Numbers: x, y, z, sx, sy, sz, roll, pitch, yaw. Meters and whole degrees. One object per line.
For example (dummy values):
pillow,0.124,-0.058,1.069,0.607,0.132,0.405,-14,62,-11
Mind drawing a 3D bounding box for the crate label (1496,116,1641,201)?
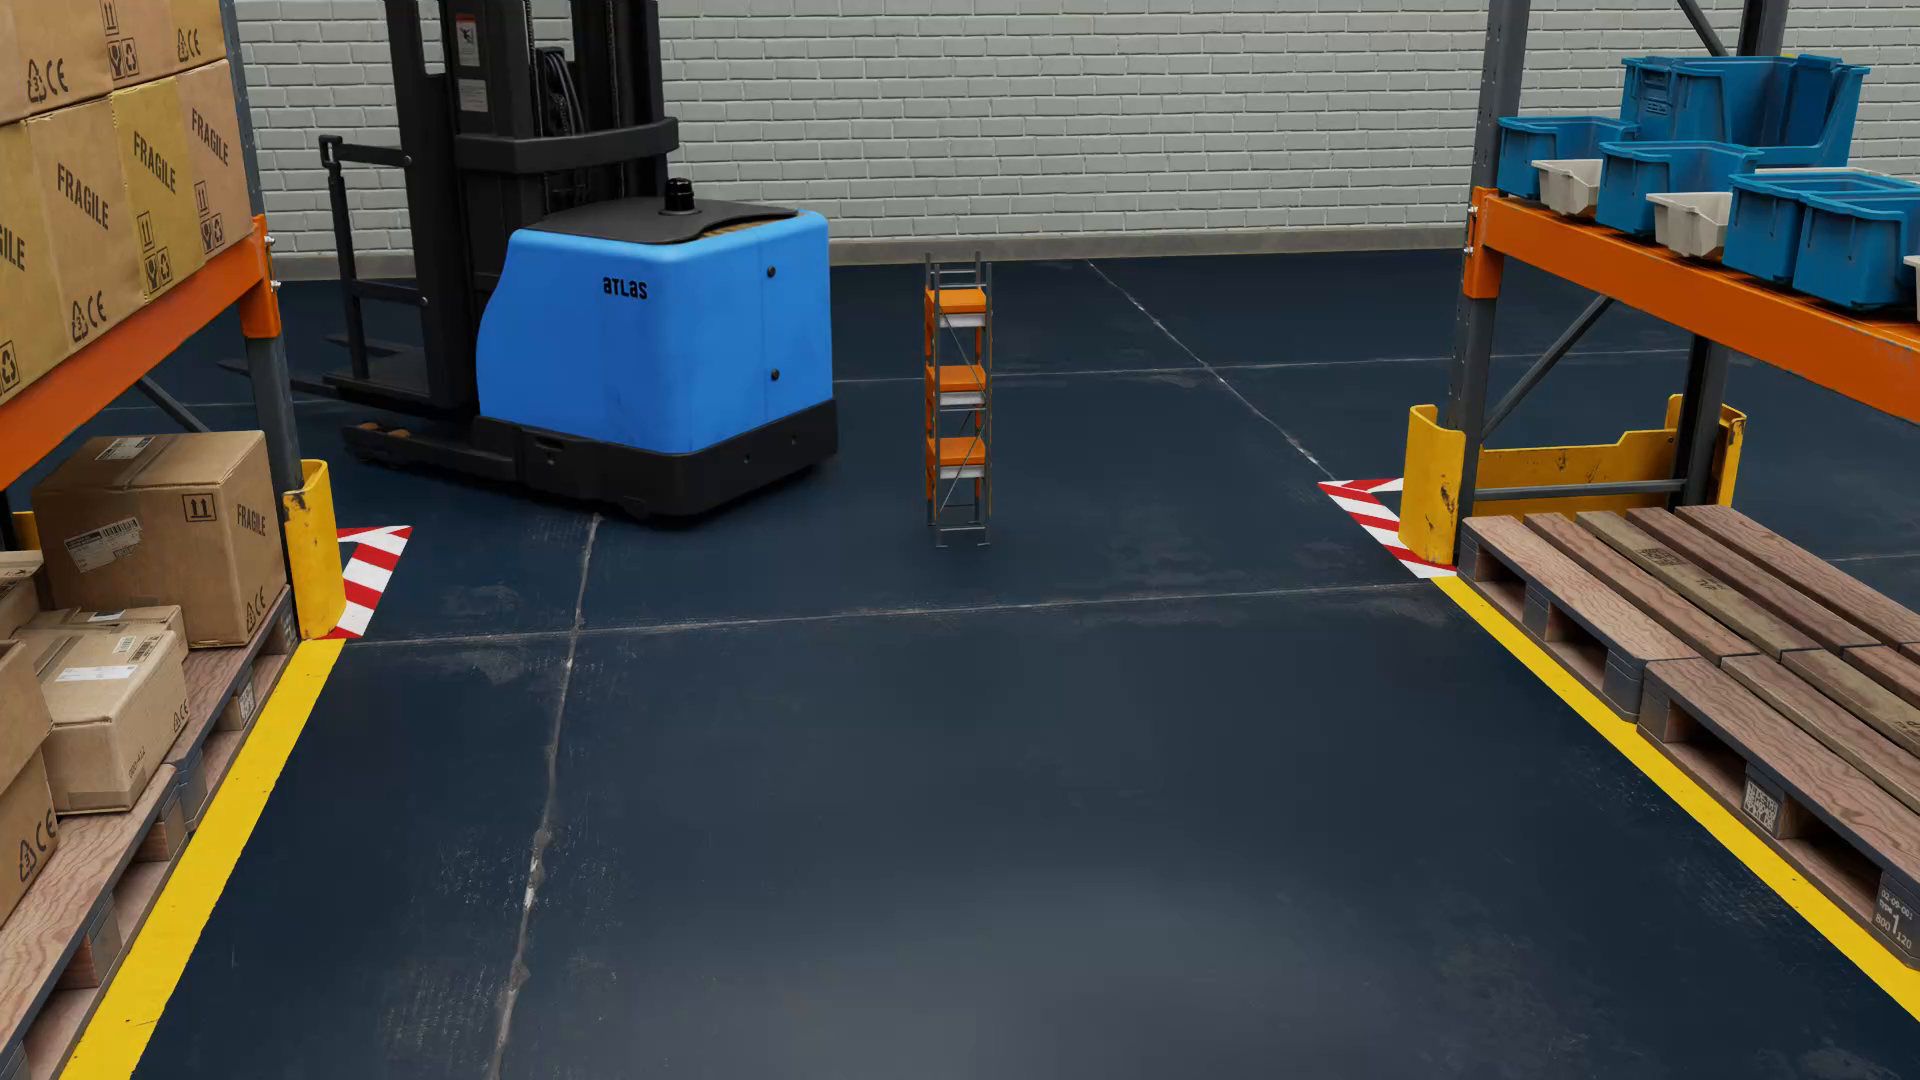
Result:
crate label,1.963,-1.240,5.402,0.416,0.233,0.303,-3,21,-8

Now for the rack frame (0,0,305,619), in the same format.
rack frame,-2.649,-1.144,4.991,1.000,3.000,0.127,-3,21,-8

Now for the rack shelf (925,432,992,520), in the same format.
rack shelf,-0.008,-0.240,6.183,0.215,0.259,0.240,-3,21,-8

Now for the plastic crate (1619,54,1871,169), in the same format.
plastic crate,2.486,-1.330,5.355,0.616,0.435,0.499,-3,21,-8

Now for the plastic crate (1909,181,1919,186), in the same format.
plastic crate,2.577,-0.922,4.690,0.396,0.136,0.243,-3,21,-8

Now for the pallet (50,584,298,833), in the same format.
pallet,-2.523,0.465,4.670,1.003,0.211,1.213,-3,21,-8

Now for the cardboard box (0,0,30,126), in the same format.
cardboard box,-2.086,-0.987,2.999,0.500,0.500,0.500,-2,21,-6

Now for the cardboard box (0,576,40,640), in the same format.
cardboard box,-2.780,0.314,4.389,0.500,0.250,0.500,-3,21,-8

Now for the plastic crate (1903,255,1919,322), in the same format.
plastic crate,2.281,-0.500,3.558,0.293,0.136,0.466,-3,21,-8

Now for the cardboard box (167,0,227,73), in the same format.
cardboard box,-2.313,-1.519,4.423,0.500,0.500,0.500,-3,21,-8

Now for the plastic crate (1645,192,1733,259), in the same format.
plastic crate,2.025,-0.845,4.481,0.250,0.136,0.298,-3,21,-8

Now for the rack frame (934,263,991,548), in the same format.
rack frame,0.010,-0.468,5.969,0.200,1.050,0.008,-3,21,-8

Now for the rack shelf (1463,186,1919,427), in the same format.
rack shelf,2.541,-0.363,3.928,1.077,0.370,4.000,-3,21,-8

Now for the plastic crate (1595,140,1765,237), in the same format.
plastic crate,2.057,-1.012,4.792,0.416,0.233,0.300,-3,21,-8

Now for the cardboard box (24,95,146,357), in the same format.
cardboard box,-2.171,-0.697,3.651,0.500,0.500,0.500,-3,21,-7

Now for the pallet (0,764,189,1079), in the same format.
pallet,-2.350,0.887,3.541,1.003,0.211,1.213,-3,21,-8

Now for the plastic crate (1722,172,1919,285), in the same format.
plastic crate,2.152,-0.784,4.181,0.416,0.233,0.300,-3,21,-8

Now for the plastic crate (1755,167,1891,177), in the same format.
plastic crate,2.549,-1.024,4.961,0.396,0.136,0.243,-3,21,-8

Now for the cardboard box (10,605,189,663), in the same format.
cardboard box,-2.358,0.298,4.551,0.380,0.166,0.250,-3,21,-8

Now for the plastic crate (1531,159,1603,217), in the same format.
plastic crate,1.927,-1.079,5.110,0.250,0.136,0.298,-3,21,-8

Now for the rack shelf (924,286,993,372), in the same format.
rack shelf,-0.008,-0.766,5.986,0.215,0.259,0.240,-3,21,-8

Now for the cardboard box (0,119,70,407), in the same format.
cardboard box,-2.098,-0.522,3.184,0.500,0.500,0.500,-3,21,-9

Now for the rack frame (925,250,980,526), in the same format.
rack frame,-0.025,-0.553,6.195,0.200,1.050,0.008,-3,21,-8

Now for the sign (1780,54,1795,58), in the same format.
sign,2.795,-1.502,5.717,0.100,0.325,0.005,-3,21,-8

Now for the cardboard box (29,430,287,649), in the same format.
cardboard box,-2.327,-0.003,4.881,0.500,0.500,0.500,-3,21,-8

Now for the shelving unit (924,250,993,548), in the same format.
shelving unit,-0.008,-0.510,6.082,0.215,1.050,0.252,-3,21,-8

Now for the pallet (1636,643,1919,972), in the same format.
pallet,2.506,0.623,4.246,1.003,0.211,1.213,-3,21,-8

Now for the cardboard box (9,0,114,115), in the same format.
cardboard box,-2.160,-1.165,3.475,0.500,0.500,0.500,-2,21,-6

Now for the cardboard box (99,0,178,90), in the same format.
cardboard box,-2.239,-1.344,3.955,0.500,0.500,0.500,-2,21,-6

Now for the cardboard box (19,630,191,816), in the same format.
cardboard box,-2.220,0.445,4.040,0.500,0.250,0.500,-3,21,-8

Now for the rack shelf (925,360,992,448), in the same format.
rack shelf,-0.008,-0.500,6.086,0.215,0.259,0.240,-3,21,-8

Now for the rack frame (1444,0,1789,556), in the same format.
rack frame,2.253,-1.392,5.656,1.000,3.000,0.127,-3,21,-8

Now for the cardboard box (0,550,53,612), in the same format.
cardboard box,-2.929,0.148,4.978,0.380,0.149,0.250,-3,21,-8

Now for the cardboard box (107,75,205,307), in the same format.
cardboard box,-2.237,-0.870,4.115,0.500,0.500,0.500,-3,21,-7

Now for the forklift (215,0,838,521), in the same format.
forklift,-2.036,-1.816,6.888,3.031,2.935,1.130,12,24,30

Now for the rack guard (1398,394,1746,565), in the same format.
rack guard,2.236,-0.229,6.114,1.175,0.500,0.348,-3,21,-8

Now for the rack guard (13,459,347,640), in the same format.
rack guard,-2.638,0.054,5.358,1.175,0.500,0.348,-3,21,-8

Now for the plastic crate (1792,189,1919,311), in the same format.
plastic crate,2.196,-0.680,3.903,0.416,0.233,0.300,-3,21,-8

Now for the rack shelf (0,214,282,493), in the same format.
rack shelf,-2.361,-0.114,3.263,1.077,0.370,4.000,-3,21,-8

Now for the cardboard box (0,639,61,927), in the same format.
cardboard box,-2.349,0.554,3.384,0.797,0.503,0.637,-3,21,-8

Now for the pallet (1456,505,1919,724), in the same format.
pallet,2.333,0.202,5.375,1.003,0.211,1.213,-3,21,-8

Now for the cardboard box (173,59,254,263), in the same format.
cardboard box,-2.315,-1.049,4.595,0.500,0.500,0.500,-2,21,-6
